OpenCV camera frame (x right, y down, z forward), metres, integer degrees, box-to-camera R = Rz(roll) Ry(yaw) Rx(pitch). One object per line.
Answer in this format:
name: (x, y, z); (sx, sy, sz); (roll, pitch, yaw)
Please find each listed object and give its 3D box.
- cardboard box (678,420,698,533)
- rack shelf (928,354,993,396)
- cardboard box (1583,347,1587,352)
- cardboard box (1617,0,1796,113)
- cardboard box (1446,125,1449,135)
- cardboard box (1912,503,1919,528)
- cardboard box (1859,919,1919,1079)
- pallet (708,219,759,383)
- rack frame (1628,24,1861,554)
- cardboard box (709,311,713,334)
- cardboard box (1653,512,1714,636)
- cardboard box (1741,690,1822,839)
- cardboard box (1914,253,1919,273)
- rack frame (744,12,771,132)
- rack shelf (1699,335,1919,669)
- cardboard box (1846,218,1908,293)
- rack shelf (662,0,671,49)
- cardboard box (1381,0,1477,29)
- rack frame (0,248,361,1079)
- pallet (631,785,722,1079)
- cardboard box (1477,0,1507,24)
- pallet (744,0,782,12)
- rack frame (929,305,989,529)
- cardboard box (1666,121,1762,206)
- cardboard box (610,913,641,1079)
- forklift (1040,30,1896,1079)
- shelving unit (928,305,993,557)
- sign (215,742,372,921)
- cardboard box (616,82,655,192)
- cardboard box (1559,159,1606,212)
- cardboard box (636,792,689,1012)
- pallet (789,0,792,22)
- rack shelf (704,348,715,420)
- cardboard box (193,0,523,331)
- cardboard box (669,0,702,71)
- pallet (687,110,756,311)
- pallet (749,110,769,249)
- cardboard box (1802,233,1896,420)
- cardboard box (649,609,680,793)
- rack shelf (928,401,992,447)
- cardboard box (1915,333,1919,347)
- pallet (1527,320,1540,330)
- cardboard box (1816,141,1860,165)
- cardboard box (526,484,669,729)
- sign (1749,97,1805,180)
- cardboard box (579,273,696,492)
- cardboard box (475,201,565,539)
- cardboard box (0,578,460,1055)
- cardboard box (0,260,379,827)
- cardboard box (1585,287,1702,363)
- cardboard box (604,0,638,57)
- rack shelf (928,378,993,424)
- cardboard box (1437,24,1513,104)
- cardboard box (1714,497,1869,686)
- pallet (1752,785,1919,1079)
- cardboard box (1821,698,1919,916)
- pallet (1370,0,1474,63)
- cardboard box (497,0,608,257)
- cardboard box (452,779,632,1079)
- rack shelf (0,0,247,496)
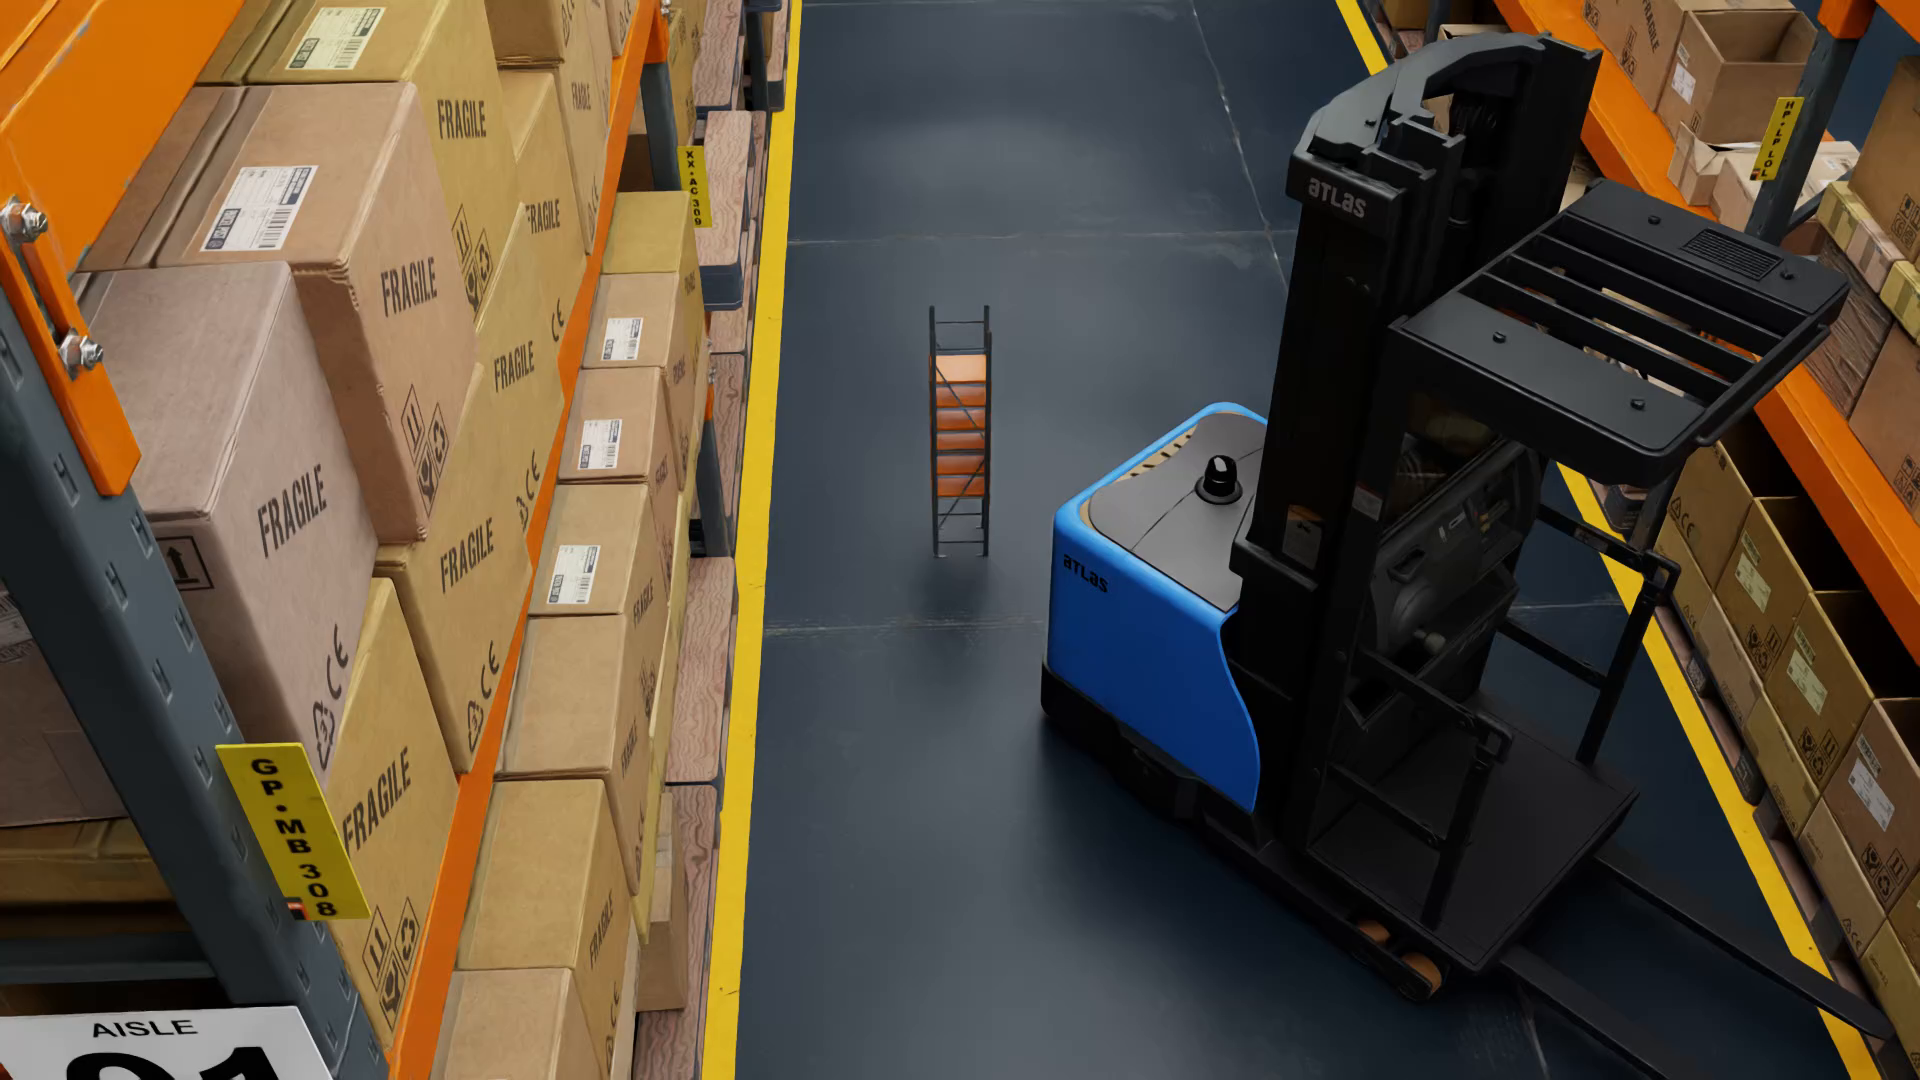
cardboard box: (-1.150, -0.216, 5.511); (0.500, 0.250, 0.500); (-1, 43, -2)
rack shelf: (0.001, -0.665, 6.770); (0.258, 0.103, 0.180); (-2, 43, -2)
cardboard box: (3.136, -0.810, 7.788); (0.500, 0.250, 0.500); (-2, 43, -2)
cardboard box: (3.403, -2.305, 7.621); (0.500, 0.500, 0.500); (-2, 43, -2)
cardboard box: (3.044, -2.196, 9.300); (0.500, 0.250, 0.500); (-3, 43, -3)
cardboard box: (3.534, -0.099, 5.213); (0.700, 0.500, 0.500); (-1, 43, -1)
cardboard box: (3.259, 1.475, 5.295); (0.500, 0.250, 0.500); (-2, 43, -2)
pallet: (-1.576, -1.234, 8.590); (1.003, 0.211, 1.213); (-2, 43, -2)
rack frame: (3.463, -1.056, 6.332); (1.000, 3.000, 0.127); (-2, 43, -2)
cardboard box: (-1.587, -1.341, 8.168); (0.700, 0.500, 0.500); (-1, 43, -1)
cardboard box: (3.180, 0.125, 6.768); (0.500, 0.250, 0.500); (-2, 43, -2)
cardboard box: (3.212, 0.800, 6.031); (0.500, 0.250, 0.500); (-2, 43, -2)
cardboard box: (3.511, -0.931, 5.161); (0.700, 0.500, 0.500); (-2, 43, -2)
rack frame: (-1.656, -3.612, 9.120); (1.000, 3.000, 0.127); (-2, 43, -2)
rack shelf: (3.548, 0.559, 5.102); (1.077, 0.370, 4.000); (-2, 43, -2)
cardboard box: (3.292, -0.976, 5.690); (0.380, 0.149, 0.250); (-1, 43, -1)
rack shelf: (-1.571, -3.102, 6.876); (1.077, 0.370, 4.000); (-2, 43, -2)
cardboard box: (3.019, -3.622, 10.655); (0.500, 0.500, 0.500); (0, 43, 0)
rack frame: (-1.316, -0.422, 1.201); (1.000, 3.000, 0.127); (-2, 43, -2)
pallet: (-1.368, 1.395, 5.722); (1.003, 0.211, 1.213); (-2, 43, -2)
cardboard box: (3.559, -3.312, 10.318); (0.500, 0.500, 0.500); (0, 43, 0)
pallet: (-1.519, -3.063, 8.663); (1.213, 0.211, 1.003); (-2, 43, -2)
rack frame: (-0.003, -0.494, 7.051); (0.240, 1.200, 0.006); (-2, 43, -2)
cardboard box: (3.242, -1.595, 7.019); (0.396, 0.266, 0.258); (-3, 43, -3)
cardboard box: (-1.056, 1.148, 4.023); (0.500, 0.250, 0.500); (-3, 43, -3)
forklift: (1.712, 0.090, 5.132); (1.130, 2.935, 3.031); (-34, 52, -31)
shelving unit: (0.001, -0.433, 6.984); (0.258, 1.200, 0.189); (-2, 43, -2)
sign: (-0.774, 0.346, 1.936); (0.100, 0.325, 0.005); (-2, 43, -2)
cardboard box: (-1.474, -1.455, 6.367); (0.700, 0.500, 0.500); (-2, 43, -2)
cardboard box: (3.094, -1.696, 8.340); (0.500, 0.311, 0.500); (-2, 43, -2)
cardboard box: (-1.261, 1.197, 5.398); (0.700, 0.500, 0.500); (-4, 43, -4)
pallet: (-1.663, -3.940, 11.542); (1.003, 0.211, 1.213); (-2, 43, -2)
rack shelf: (-1.401, 0.704, 4.944); (1.077, 0.370, 4.000); (-2, 43, -2)
cardboard box: (-1.094, -0.682, 2.875); (0.500, 0.500, 0.500); (-1, 43, -1)
cardboard box: (-1.550, -2.276, 7.263); (0.700, 0.500, 0.500); (4, 43, 4)
pallet: (-1.373, -1.361, 6.806); (1.003, 0.211, 1.213); (-2, 43, -2)
pallet: (-1.624, -2.056, 9.487); (1.003, 0.211, 1.213); (-2, 43, -2)
cardboard box: (3.488, -0.793, 5.971); (0.700, 0.500, 0.500); (-3, 43, -3)
cardboard box: (-1.091, 0.463, 4.771); (0.500, 0.250, 0.500); (-1, 43, -1)
rack shelf: (0.001, -0.488, 6.933); (0.258, 0.103, 0.180); (-2, 43, -2)
cardboard box: (3.317, -0.624, 5.307); (0.380, 0.149, 0.250); (-2, 43, -2)
pallet: (3.338, -1.350, 8.716); (1.003, 0.211, 1.213); (-2, 43, -2)
cardboard box: (3.629, -1.567, 7.076); (0.380, 0.149, 0.250); (-2, 43, -2)
cardboard box: (-1.097, 0.199, 4.504); (0.500, 0.500, 0.500); (0, 43, 0)
sign: (2.921, -1.431, 5.943); (0.100, 0.325, 0.005); (-2, 43, -2)
cardboard box: (-1.130, -0.493, 5.259); (0.500, 0.500, 0.500); (-2, 43, -2)
cardboard box: (-1.094, -0.308, 3.207); (0.500, 0.500, 0.500); (0, 43, 0)
cardboard box: (-1.081, 0.406, 2.428); (0.500, 0.500, 0.500); (-1, 43, -1)
cardboard box: (-1.090, 0.004, 2.127); (0.500, 0.500, 0.500); (-4, 43, -5)
cardboard box: (3.131, -1.020, 7.602); (0.500, 0.311, 0.500); (-1, 43, -1)
cardboard box: (-1.218, -1.726, 4.754); (0.500, 0.500, 0.500); (-1, 43, -1)
rack shelf: (0.001, -0.577, 6.851); (0.258, 0.103, 0.180); (-2, 43, -2)
cardboard box: (3.022, -2.742, 9.481); (0.500, 0.311, 0.500); (0, 43, 0)
cardboard box: (3.199, 0.186, 6.146); (0.500, 0.500, 0.500); (-2, 43, -2)
pallet: (3.510, 1.336, 5.786); (1.003, 0.211, 1.213); (-2, 43, -2)
cardboard box: (3.236, 0.861, 5.410); (0.500, 0.500, 0.500); (-2, 43, -2)
pallet: (3.299, -3.233, 10.771); (1.003, 0.211, 1.213); (-2, 43, -2)
cardboard box: (-1.148, -1.013, 3.976); (0.500, 0.500, 0.500); (-3, 43, -3)
cardboard box: (-1.047, 0.896, 3.744); (0.500, 0.500, 0.500); (-2, 43, -2)
rack shelf: (-1.401, -1.506, 2.918); (1.077, 0.370, 4.000); (-2, 43, -2)
